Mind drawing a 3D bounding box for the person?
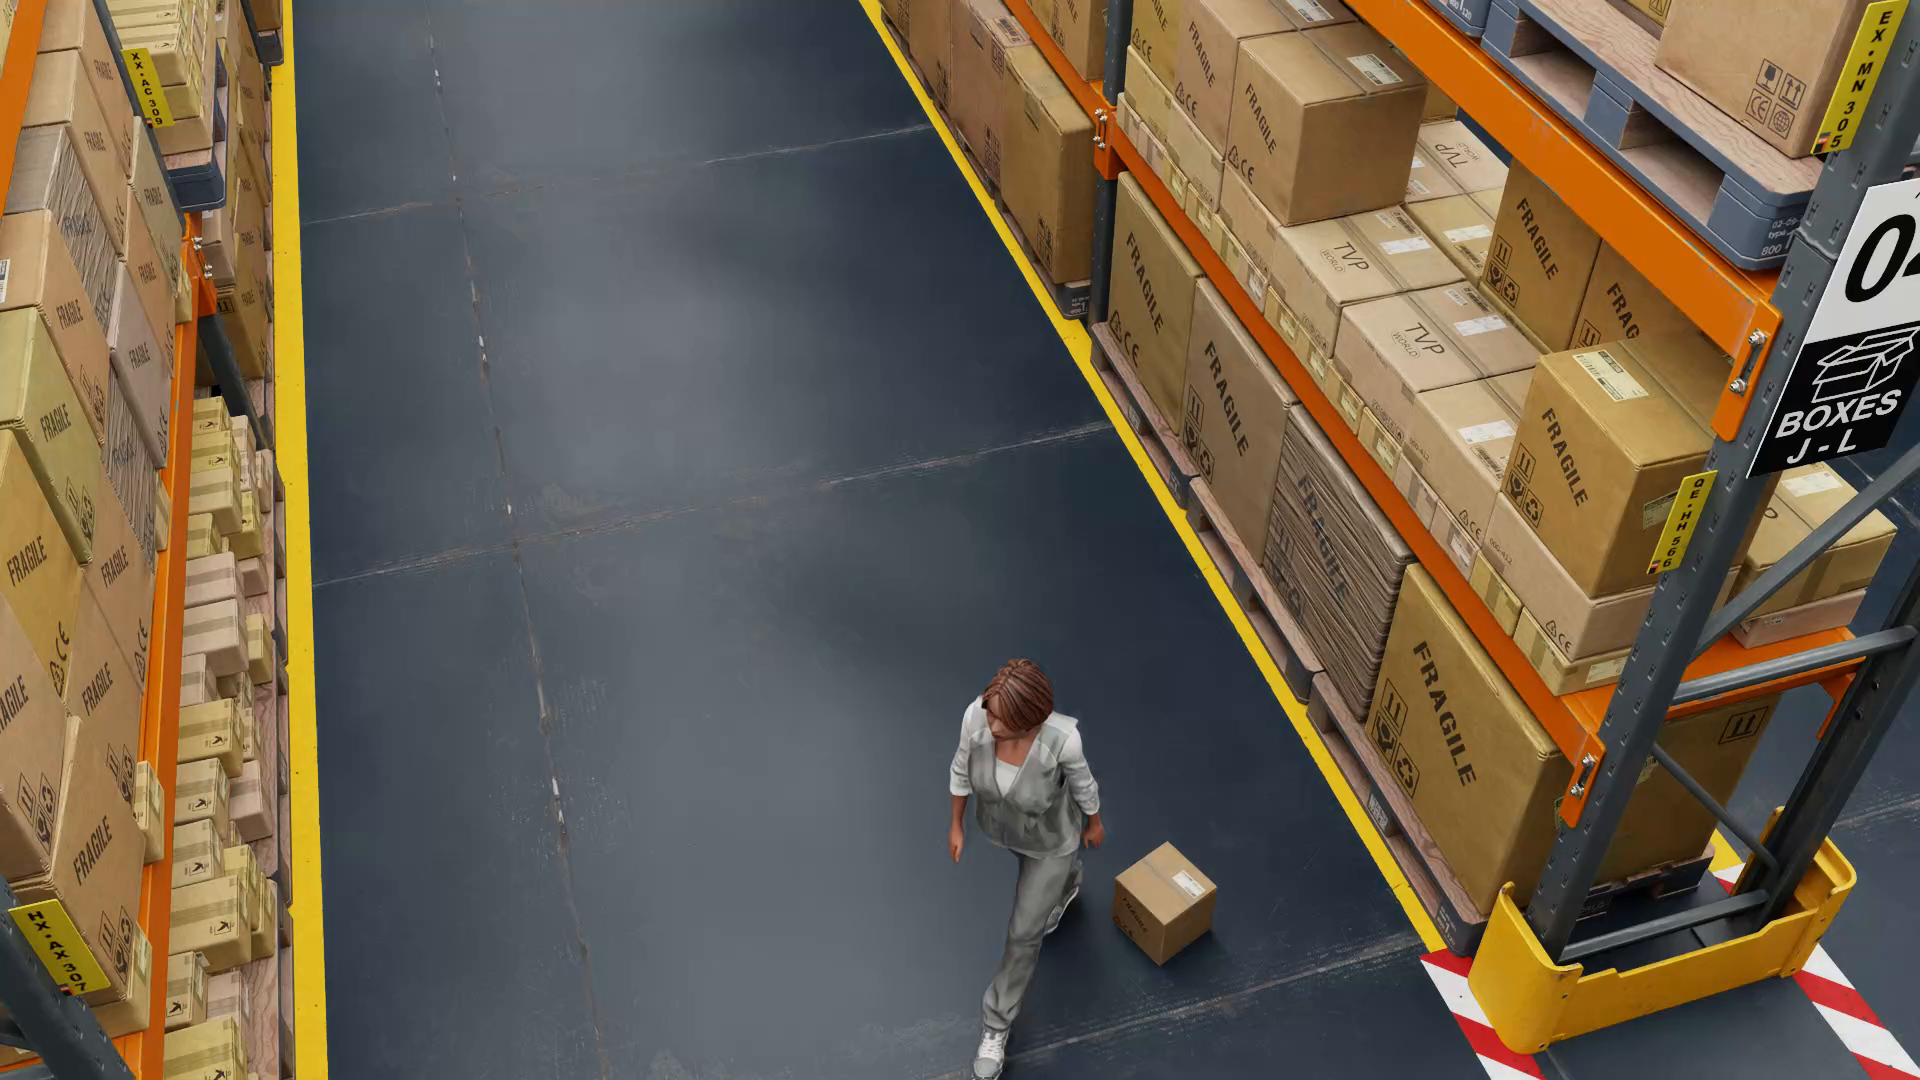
[{"bbox_3d":[0.175,0.909,5.177,0.442,1.546,0.877,24,48,23],"label":"person"}]
